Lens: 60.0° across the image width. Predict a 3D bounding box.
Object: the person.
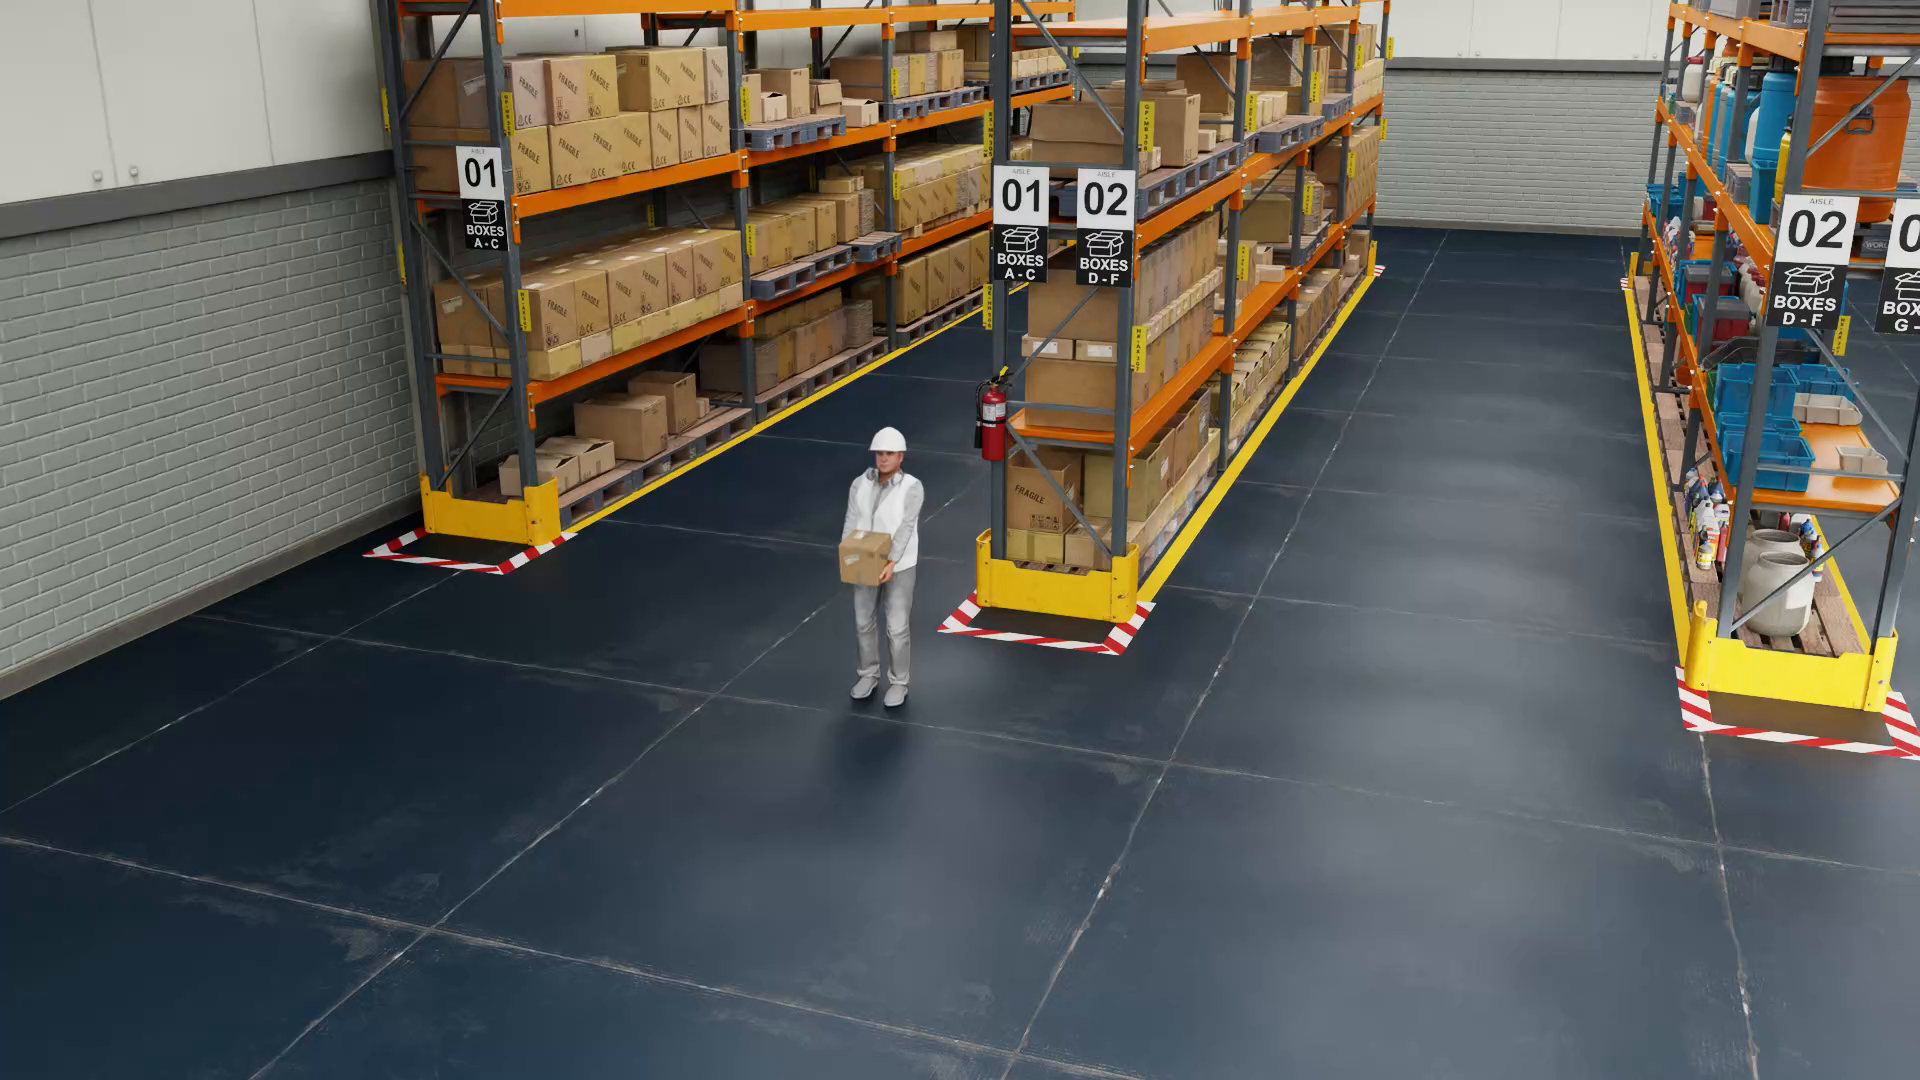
[{"bbox_3d":[-0.498,0.183,10.489,0.494,1.762,0.564,7,20,19],"label":"person"}]
